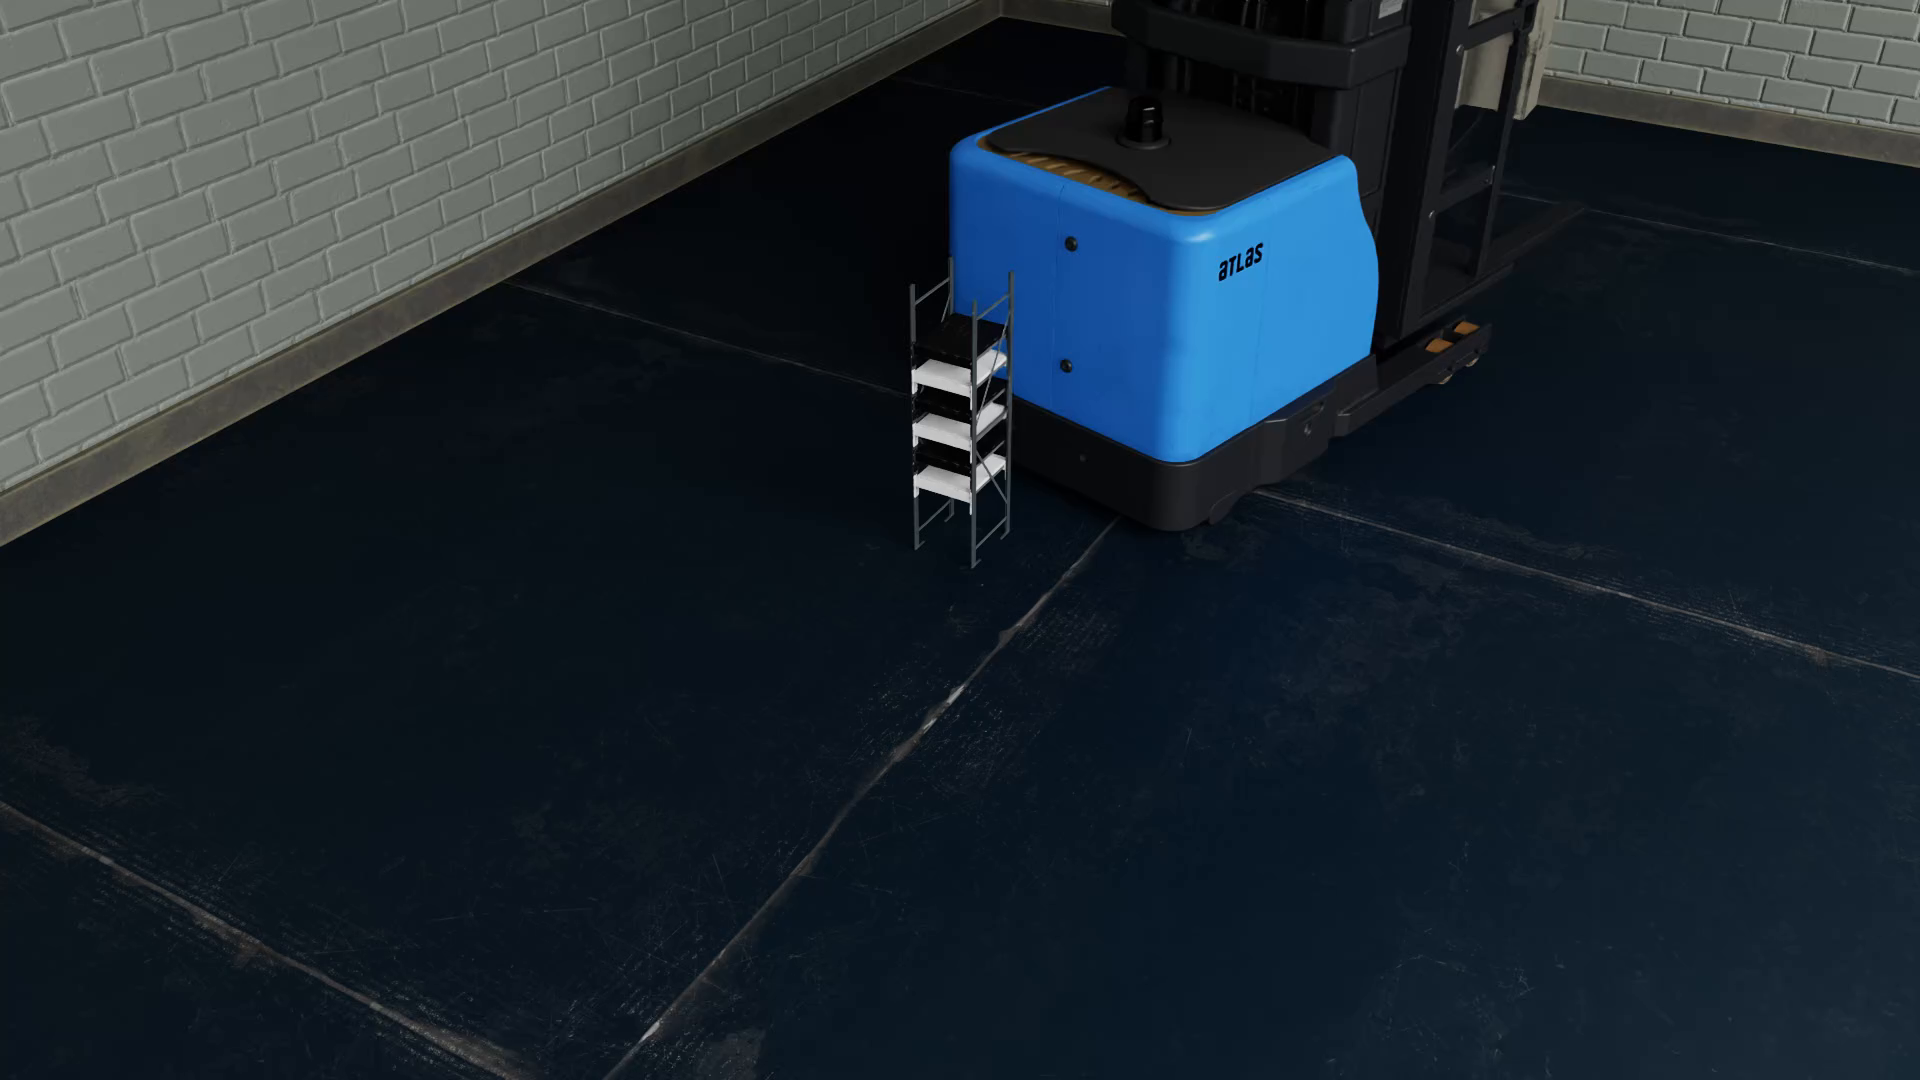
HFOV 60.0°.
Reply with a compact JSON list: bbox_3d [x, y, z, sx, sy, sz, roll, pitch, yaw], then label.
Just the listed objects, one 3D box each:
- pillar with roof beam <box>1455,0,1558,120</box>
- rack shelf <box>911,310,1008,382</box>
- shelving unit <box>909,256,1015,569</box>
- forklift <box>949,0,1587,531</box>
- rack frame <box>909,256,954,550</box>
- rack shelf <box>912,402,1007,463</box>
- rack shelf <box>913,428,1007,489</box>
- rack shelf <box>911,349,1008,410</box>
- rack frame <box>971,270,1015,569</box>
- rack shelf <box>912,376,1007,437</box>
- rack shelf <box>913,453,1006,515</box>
[{"bbox_3d":[0.630,-3.937,3.043,0.400,9.000,9.100,18,37,24],"label":"pillar with roof beam"},{"bbox_3d":[0.007,-0.569,4.866,0.200,0.077,0.258,18,37,24],"label":"rack shelf"},{"bbox_3d":[0.007,-0.372,4.997,0.210,0.900,0.258,18,37,24],"label":"shelving unit"},{"bbox_3d":[1.335,-1.967,5.560,1.130,2.935,3.031,28,43,35],"label":"forklift"},{"bbox_3d":[-0.081,-0.400,5.039,0.006,0.900,0.240,18,37,24],"label":"rack frame"},{"bbox_3d":[0.007,-0.345,5.016,0.200,0.077,0.258,18,37,24],"label":"rack shelf"},{"bbox_3d":[0.007,-0.270,5.066,0.200,0.077,0.258,18,37,24],"label":"rack shelf"},{"bbox_3d":[0.007,-0.494,4.916,0.200,0.077,0.258,18,37,24],"label":"rack shelf"},{"bbox_3d":[0.095,-0.344,4.955,0.006,0.900,0.240,18,37,24],"label":"rack frame"},{"bbox_3d":[0.007,-0.419,4.966,0.200,0.077,0.258,18,37,24],"label":"rack shelf"},{"bbox_3d":[0.007,-0.195,5.115,0.200,0.077,0.258,18,37,24],"label":"rack shelf"}]
